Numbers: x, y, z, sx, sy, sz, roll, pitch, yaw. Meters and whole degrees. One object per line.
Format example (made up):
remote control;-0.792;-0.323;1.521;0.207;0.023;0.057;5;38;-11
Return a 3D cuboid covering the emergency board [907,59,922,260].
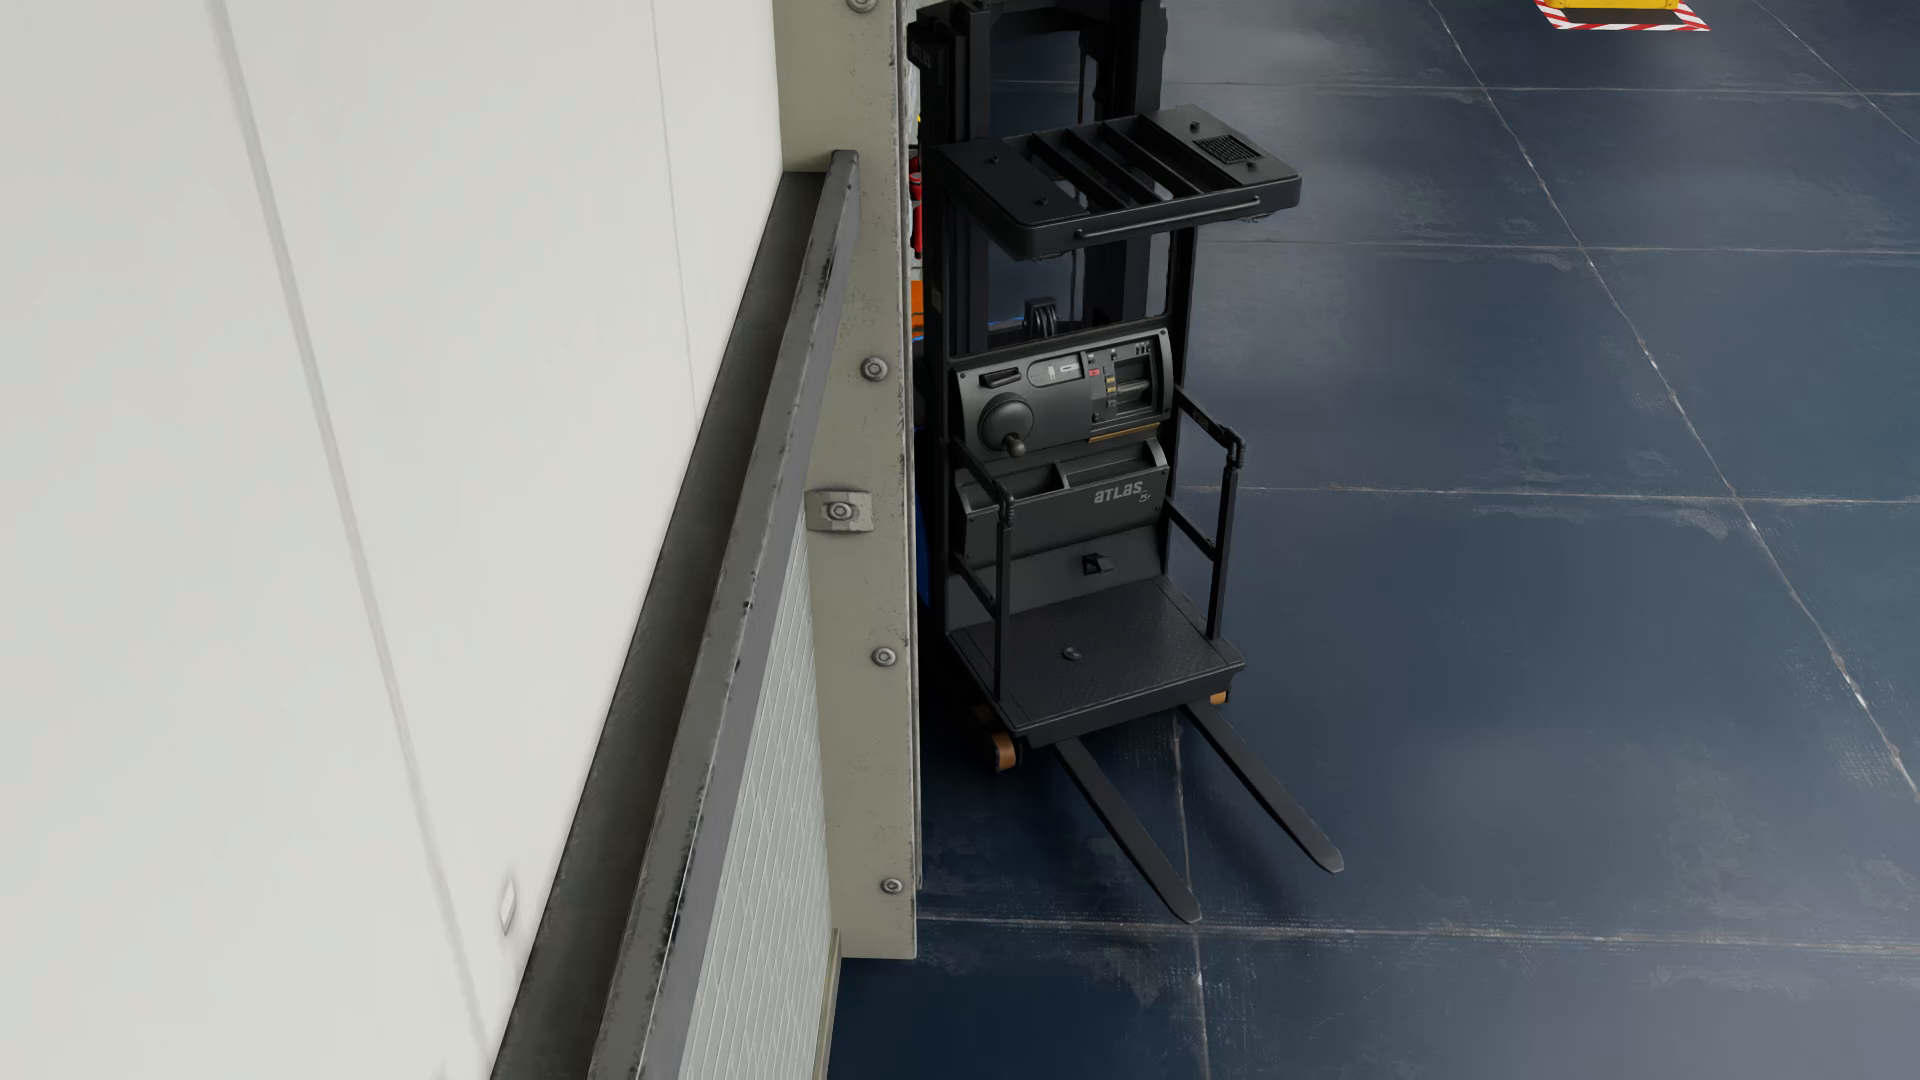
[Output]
emergency board;-0.205;-1.842;8.263;0.194;1.169;0.643;1;35;2

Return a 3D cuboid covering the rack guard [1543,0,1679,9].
rack guard;5.959;-5.138;15.125;1.175;0.500;0.348;1;35;2

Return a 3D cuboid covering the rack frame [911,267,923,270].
rack frame;-0.154;-0.921;8.518;0.240;1.200;0.015;0;35;1

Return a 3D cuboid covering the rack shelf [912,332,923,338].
rack shelf;-0.157;-0.909;8.228;0.258;0.148;0.480;0;35;1

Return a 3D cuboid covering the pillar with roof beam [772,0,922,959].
pillar with roof beam;3.993;-2.169;3.510;9.100;9.000;0.400;1;35;2

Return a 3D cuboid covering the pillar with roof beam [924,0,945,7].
pillar with roof beam;4.234;-5.616;8.415;9.100;9.000;0.400;1;35;2

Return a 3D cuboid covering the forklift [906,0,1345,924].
forklift;0.511;-0.525;6.448;1.130;2.935;3.031;-14;37;-19

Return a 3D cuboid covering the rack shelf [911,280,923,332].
rack shelf;-0.157;-1.103;8.092;0.258;0.148;0.480;0;35;1

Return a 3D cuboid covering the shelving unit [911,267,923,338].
shelving unit;-0.157;-0.781;8.318;0.258;1.200;0.503;0;35;1

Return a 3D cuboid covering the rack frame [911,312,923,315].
rack frame;-0.160;-0.641;8.118;0.240;1.200;0.015;0;35;1
